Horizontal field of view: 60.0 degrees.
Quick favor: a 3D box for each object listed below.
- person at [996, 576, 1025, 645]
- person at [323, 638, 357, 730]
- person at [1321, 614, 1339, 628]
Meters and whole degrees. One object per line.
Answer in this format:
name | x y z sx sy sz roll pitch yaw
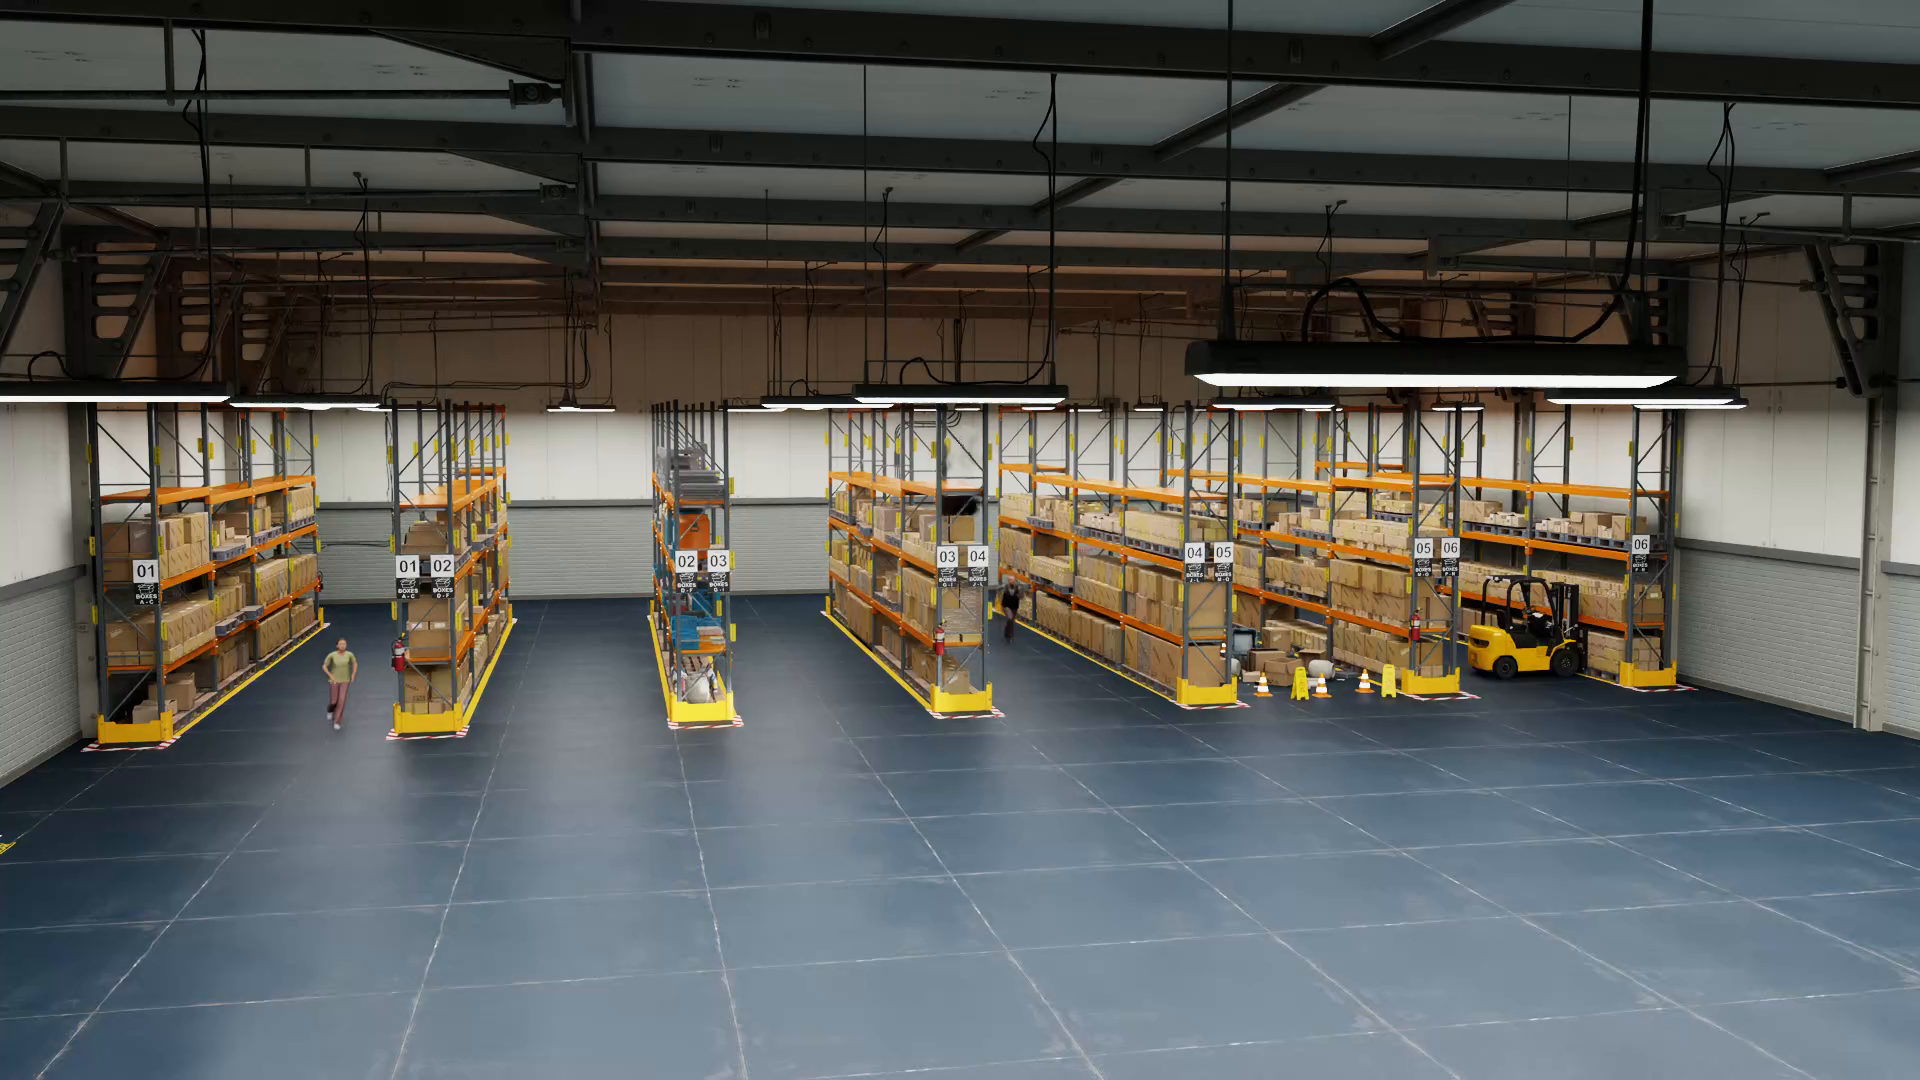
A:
person | 1.255 1.739 41.762 0.651 1.722 0.945 -1 5 -18
person | -11.395 2.613 30.594 0.608 1.652 0.706 -2 5 -30
person | 9.841 1.618 44.296 0.527 1.549 0.868 -1 4 -17
